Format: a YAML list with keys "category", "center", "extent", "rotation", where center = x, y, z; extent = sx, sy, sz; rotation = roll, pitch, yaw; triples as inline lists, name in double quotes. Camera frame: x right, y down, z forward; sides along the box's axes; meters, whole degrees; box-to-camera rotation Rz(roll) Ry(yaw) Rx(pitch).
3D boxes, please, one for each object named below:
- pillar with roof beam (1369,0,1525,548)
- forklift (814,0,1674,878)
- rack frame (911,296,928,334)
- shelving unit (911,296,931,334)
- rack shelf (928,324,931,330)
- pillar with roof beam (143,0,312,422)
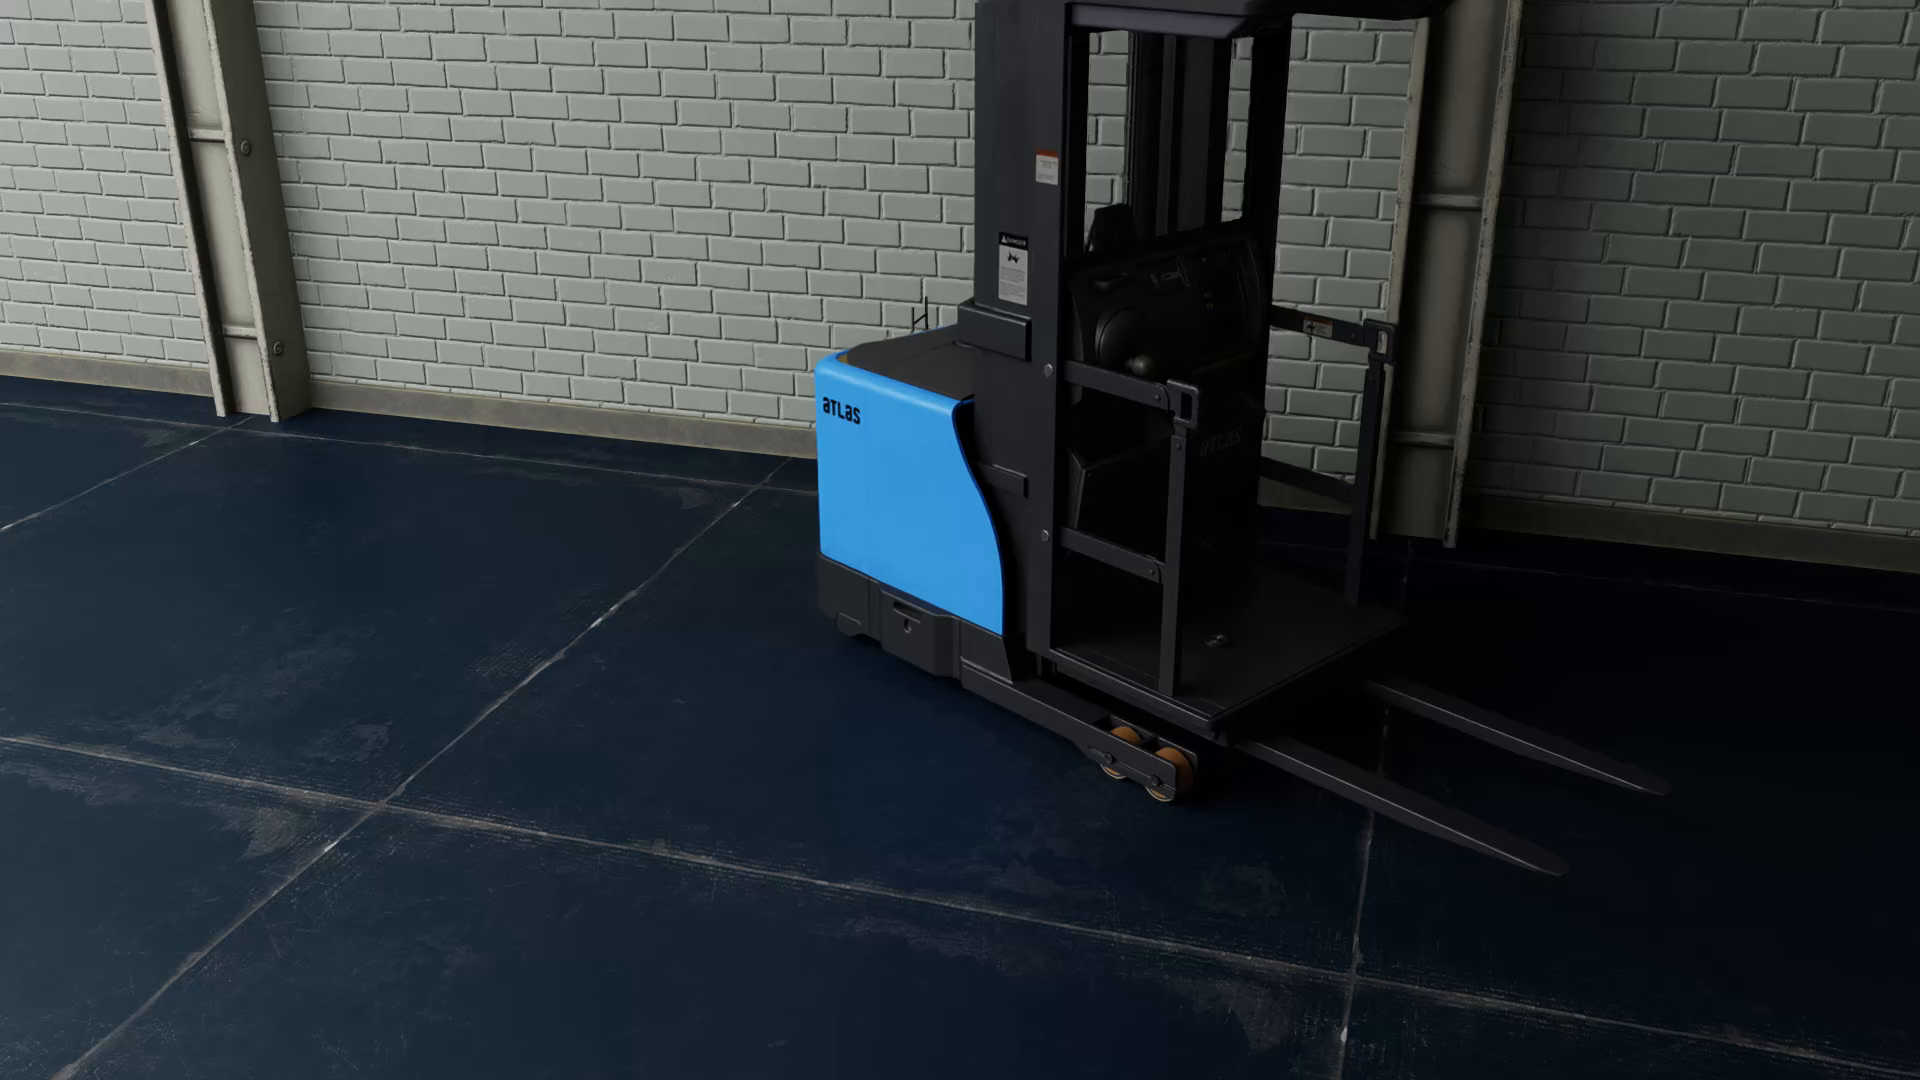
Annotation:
- category: "pillar with roof beam"
  center: [0.758, -2.641, 1.850]
  extent: [0.400, 9.000, 9.100]
  rotation: [7, 23, 16]
- category: "forklift"
  center: [0.826, -0.750, 5.235]
  extent: [1.130, 2.935, 3.031]
  rotation: [-20, 29, -39]
- category: "rack frame"
  center: [-0.168, -0.505, 7.118]
  extent: [0.008, 1.050, 0.200]
  rotation: [7, 23, 16]
- category: "shelving unit"
  center: [-0.051, -0.492, 7.085]
  extent: [0.252, 1.050, 0.215]
  rotation: [7, 23, 16]
- category: "rack shelf"
  center: [-0.051, -0.744, 6.981]
  extent: [0.240, 0.259, 0.215]
  rotation: [7, 23, 16]
- category: "pillar with roof beam"
  center: [-4.986, -3.299, 3.454]
  extent: [0.400, 9.000, 9.100]
  rotation: [7, 23, 16]
